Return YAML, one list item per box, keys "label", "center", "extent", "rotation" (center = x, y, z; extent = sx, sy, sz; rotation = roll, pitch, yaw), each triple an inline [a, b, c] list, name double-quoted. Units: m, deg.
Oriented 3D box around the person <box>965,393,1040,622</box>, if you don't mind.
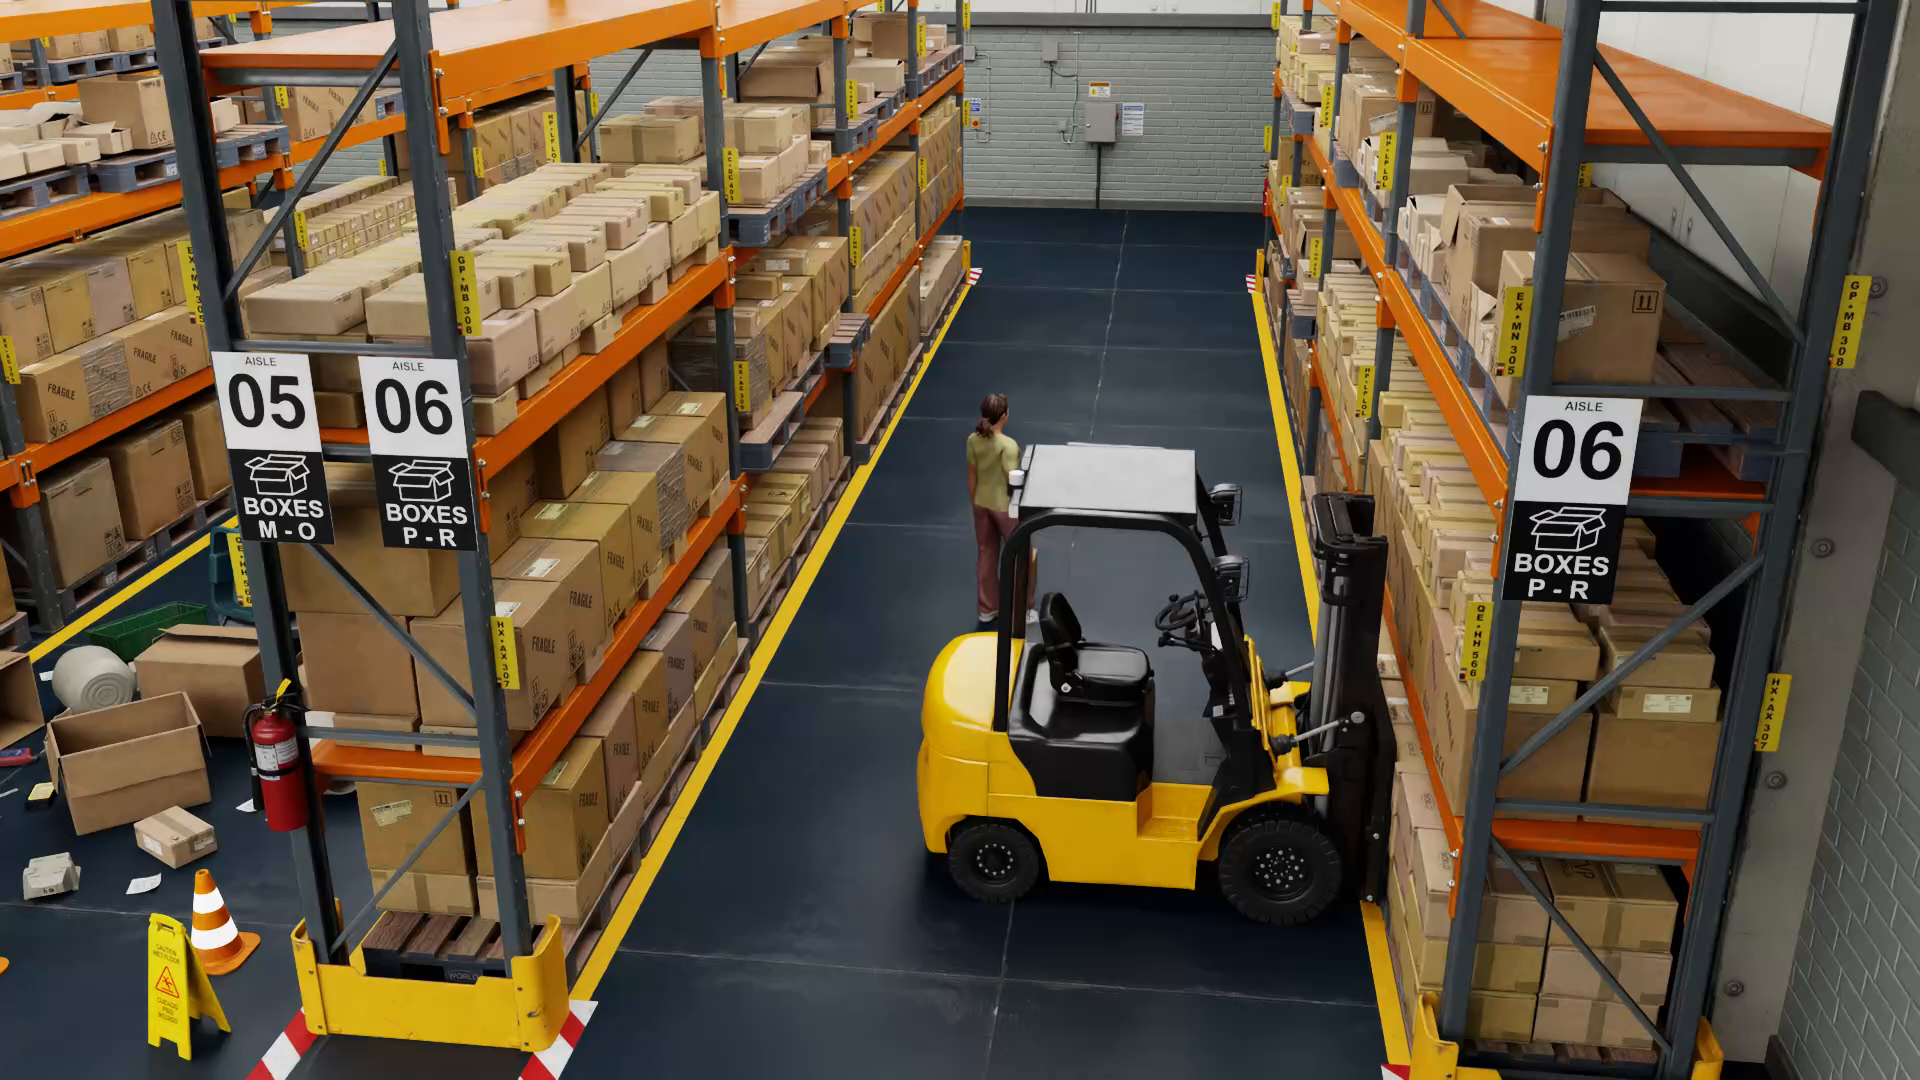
- label: "person"
  center: [0.306, -0.203, 11.658]
  extent: [0.499, 1.719, 0.466]
  rotation: [16, 26, 35]
